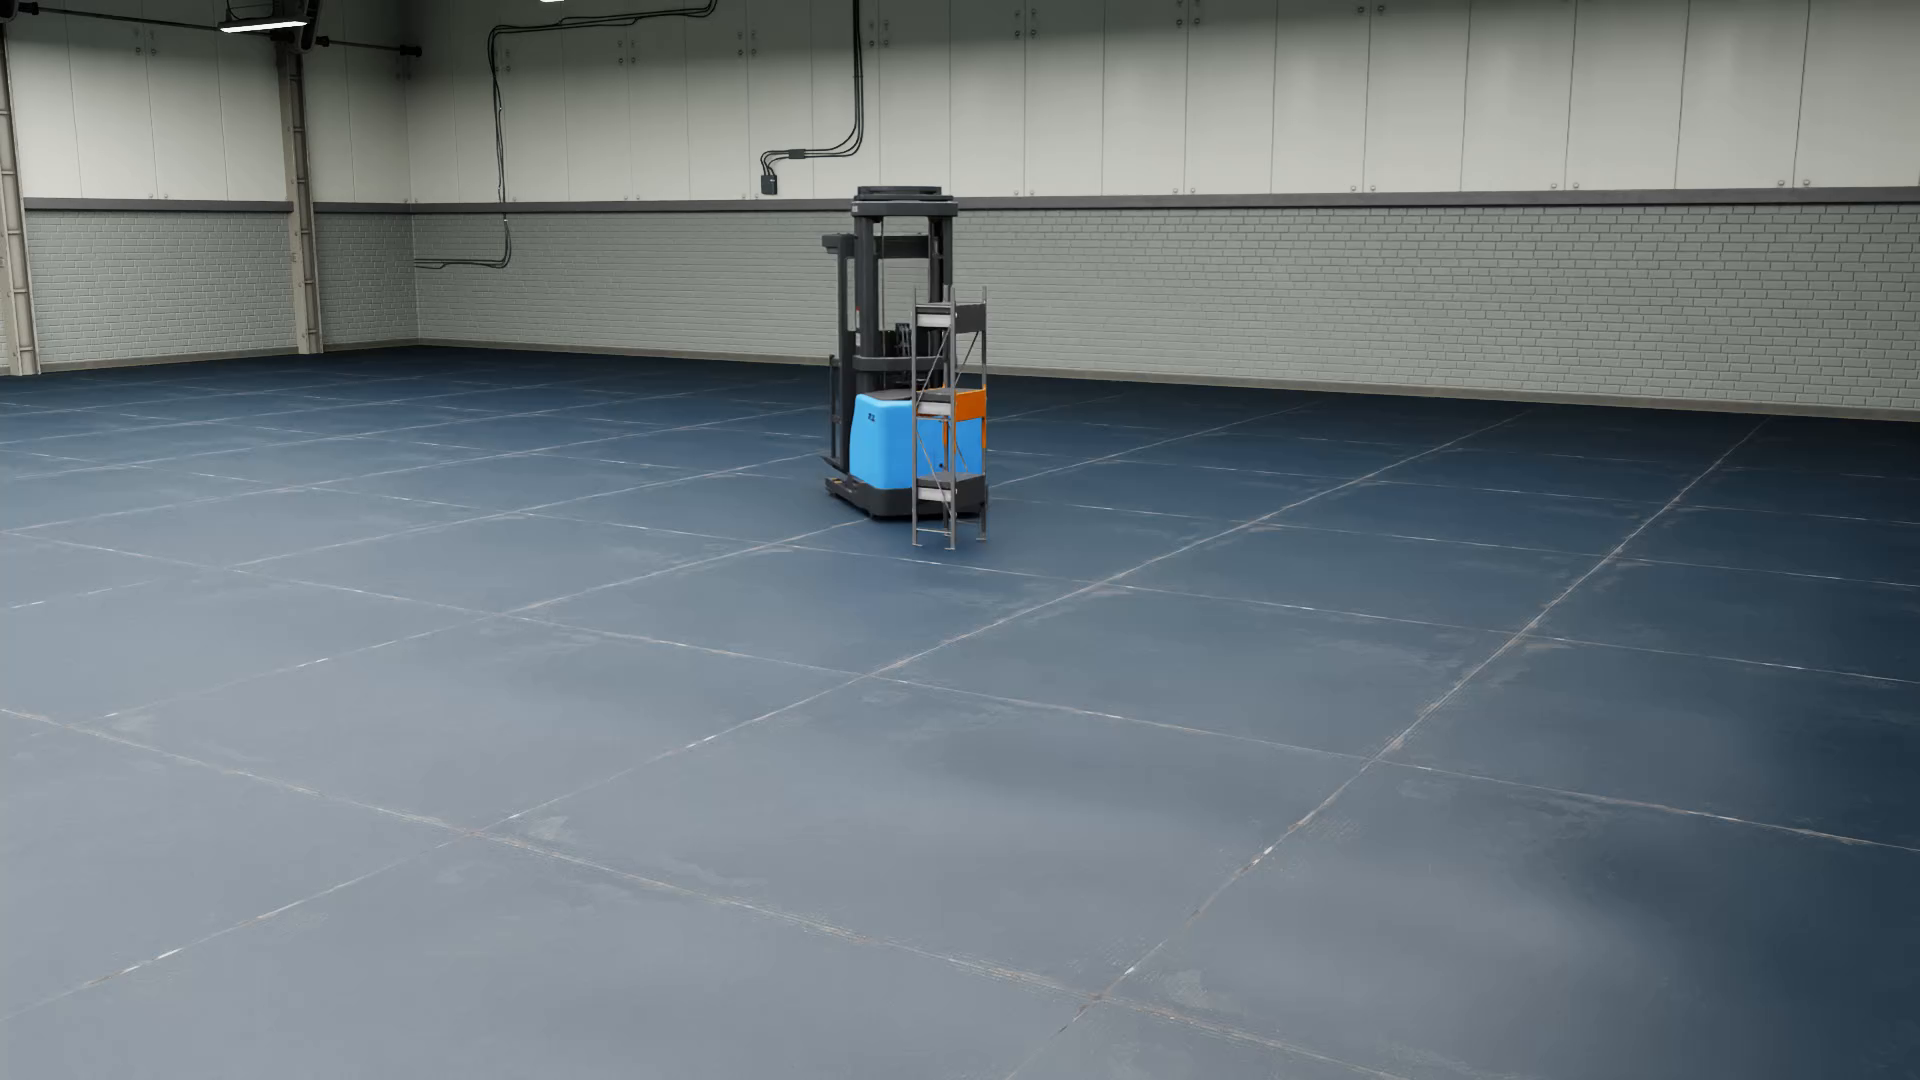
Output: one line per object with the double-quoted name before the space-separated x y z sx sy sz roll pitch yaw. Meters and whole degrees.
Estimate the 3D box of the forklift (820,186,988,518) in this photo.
"forklift" -0.678 -1.867 15.876 1.130 2.935 3.031 -3 11 -17

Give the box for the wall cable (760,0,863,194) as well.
"wall cable" -2.771 -9.416 30.470 2.305 6.003 0.169 6 12 31

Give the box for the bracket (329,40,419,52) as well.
"bracket" -12.093 -10.398 35.172 0.076 0.066 3.189 6 12 31

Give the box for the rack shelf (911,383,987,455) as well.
"rack shelf" -0.086 -0.993 13.539 0.431 0.518 0.480 6 12 31

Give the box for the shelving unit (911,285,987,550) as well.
"shelving unit" -0.086 -1.006 13.536 0.431 2.100 0.503 6 12 31

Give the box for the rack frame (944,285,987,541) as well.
"rack frame" 0.041 -1.044 13.741 0.400 2.100 0.015 6 12 31

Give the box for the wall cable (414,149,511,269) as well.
"wall cable" -10.876 -7.128 35.927 3.097 2.526 0.112 6 12 31

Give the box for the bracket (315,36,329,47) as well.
"bracket" -13.017 -10.118 33.677 0.235 0.232 0.430 6 12 31

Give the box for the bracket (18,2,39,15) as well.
"bracket" -16.132 -9.174 28.637 0.235 0.232 0.430 6 12 31

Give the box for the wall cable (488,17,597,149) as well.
"wall cable" -8.564 -9.352 34.082 3.097 2.526 0.112 6 12 31

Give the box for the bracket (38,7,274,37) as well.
"bracket" -14.786 -9.582 30.816 0.076 0.066 4.783 6 12 31

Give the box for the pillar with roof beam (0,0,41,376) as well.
"pillar with roof beam" -12.972 -6.962 26.604 9.100 9.000 0.548 6 12 31

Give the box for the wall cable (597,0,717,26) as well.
"wall cable" -5.919 -11.292 32.084 3.097 2.526 0.112 6 12 31

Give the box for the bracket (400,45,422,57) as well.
"bracket" -11.787 -10.491 35.668 0.235 0.232 0.430 6 12 31

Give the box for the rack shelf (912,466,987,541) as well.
"rack shelf" -0.086 -0.305 13.668 0.431 0.518 0.480 6 12 31

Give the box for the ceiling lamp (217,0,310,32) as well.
"ceiling lamp" -11.483 -10.125 27.634 2.000 3.185 0.800 6 12 31

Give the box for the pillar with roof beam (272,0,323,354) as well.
"pillar with roof beam" -9.857 -7.906 31.644 9.100 9.000 0.548 6 12 31

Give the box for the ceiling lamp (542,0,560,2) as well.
"ceiling lamp" -5.167 -9.419 23.863 2.000 3.185 0.800 6 12 31

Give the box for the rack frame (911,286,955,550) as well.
"rack frame" -0.213 -0.968 13.331 0.400 2.100 0.015 6 12 31

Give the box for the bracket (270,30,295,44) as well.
"bracket" -13.448 -9.987 32.980 0.235 0.232 0.430 6 12 31

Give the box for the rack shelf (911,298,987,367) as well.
"rack shelf" -0.086 -1.681 13.410 0.431 0.518 0.480 6 12 31
